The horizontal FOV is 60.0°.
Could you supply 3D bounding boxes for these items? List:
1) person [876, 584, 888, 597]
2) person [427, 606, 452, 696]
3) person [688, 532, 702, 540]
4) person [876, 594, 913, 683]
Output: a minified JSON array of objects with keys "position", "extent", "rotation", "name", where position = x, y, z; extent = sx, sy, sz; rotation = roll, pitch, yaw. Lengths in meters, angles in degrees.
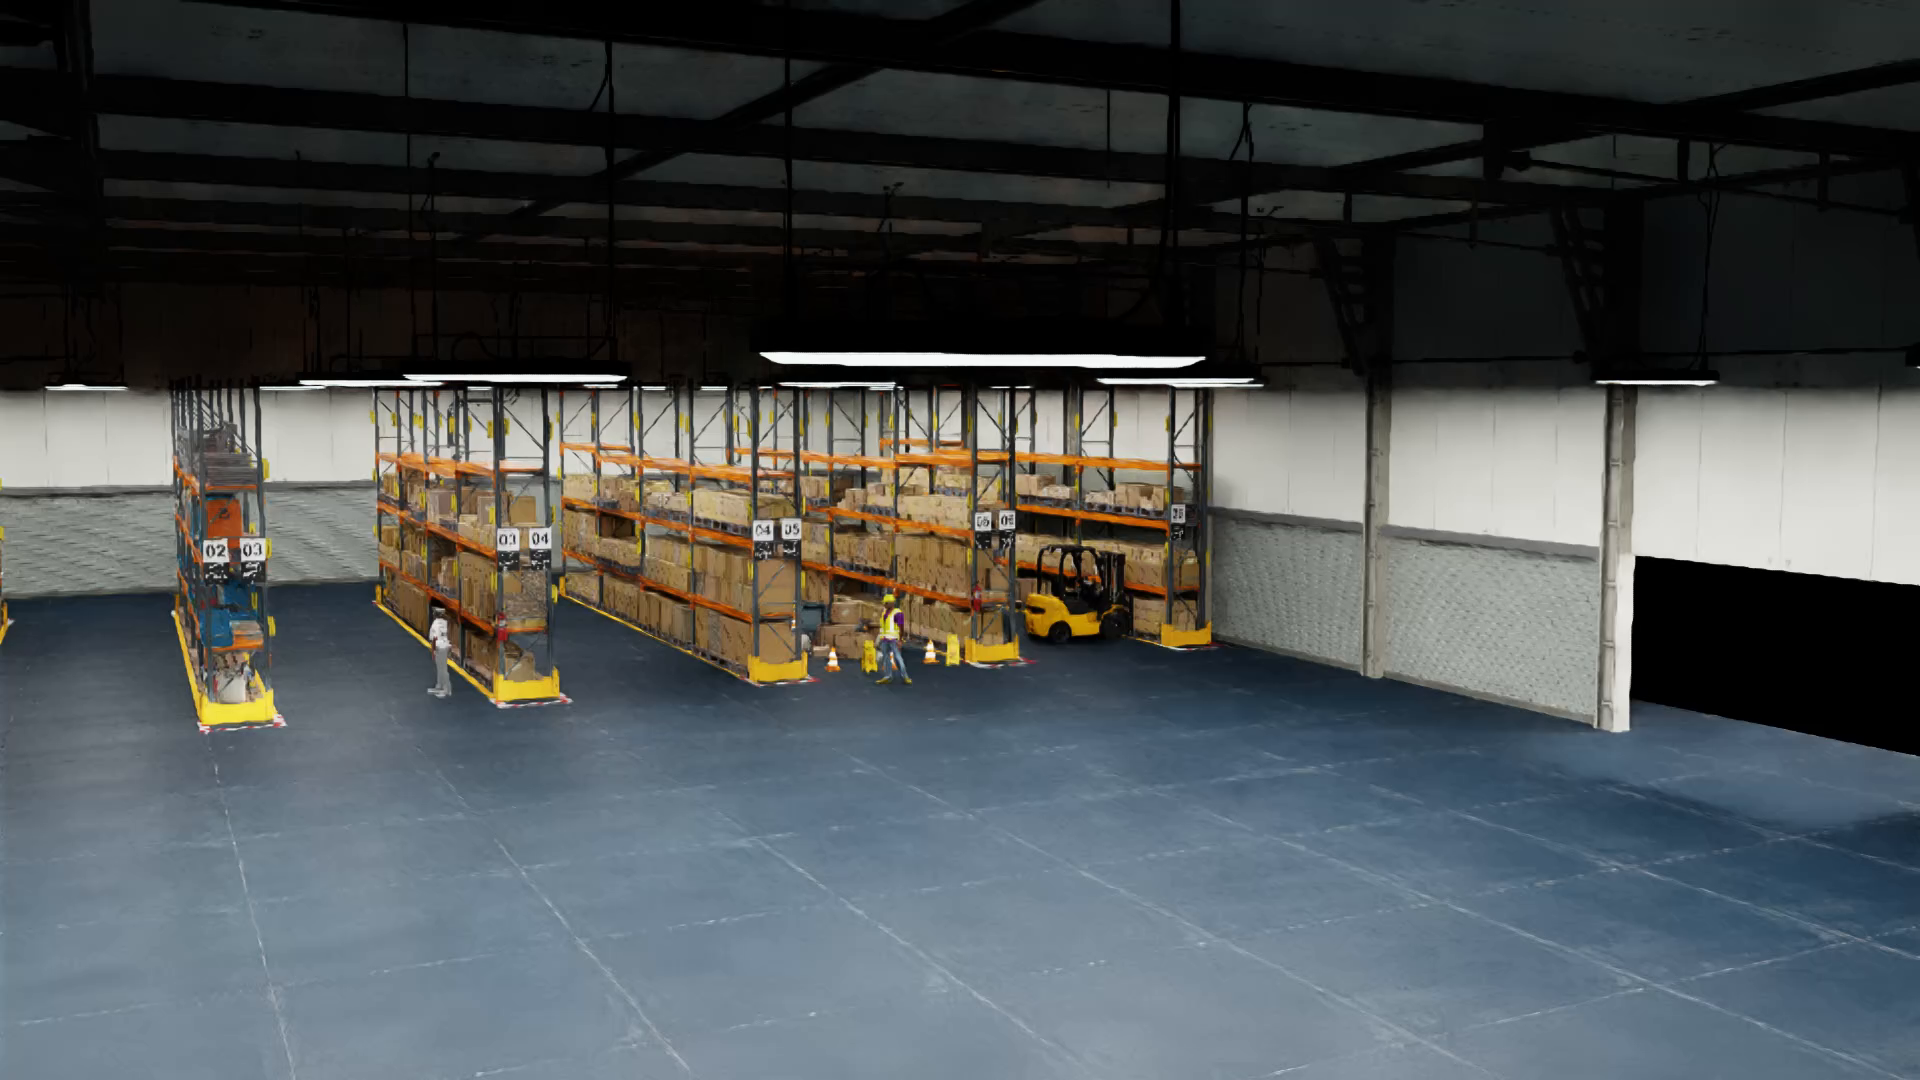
[{"position":[-2.216,0.788,45.568],"extent":[0.562,1.754,0.623],"rotation":[0,5,3],"name":"person"},{"position":[-9.849,2.088,31.394],"extent":[0.551,1.665,0.574],"rotation":[0,5,3],"name":"person"},{"position":[-8.509,0.129,53.677],"extent":[0.511,1.658,0.554],"rotation":[1,5,10],"name":"person"},{"position":[-1.297,1.946,32.686],"extent":[0.748,1.764,0.469],"rotation":[4,6,36],"name":"person"}]
